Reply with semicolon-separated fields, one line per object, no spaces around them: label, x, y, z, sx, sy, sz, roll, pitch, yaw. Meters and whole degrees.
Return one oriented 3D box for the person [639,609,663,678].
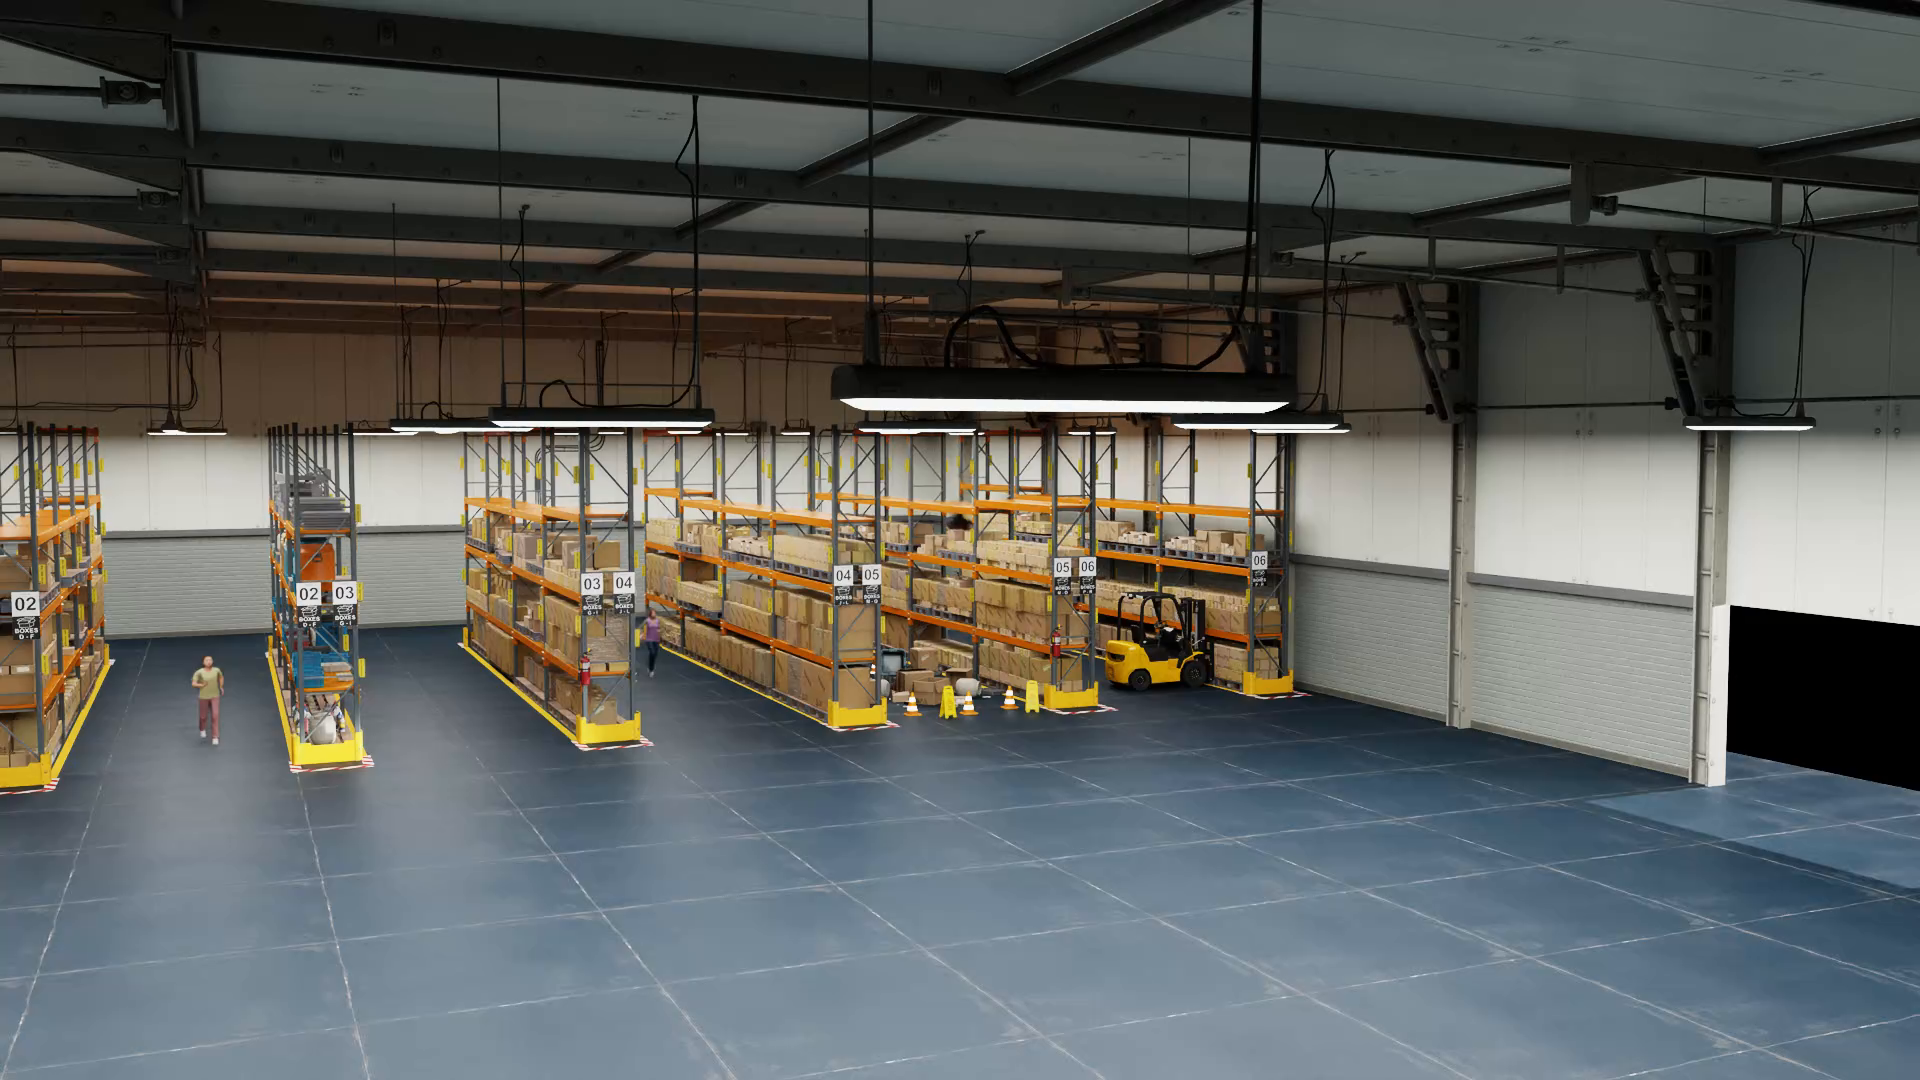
person;-7.412;2.478;40.047;0.503;1.640;0.710;-2;4;-33

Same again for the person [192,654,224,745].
person;-14.088;2.964;31.188;0.579;1.647;0.963;-2;4;-33

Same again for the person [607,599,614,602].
person;-9.818;2.093;46.332;0.595;1.594;0.543;-1;4;-16
